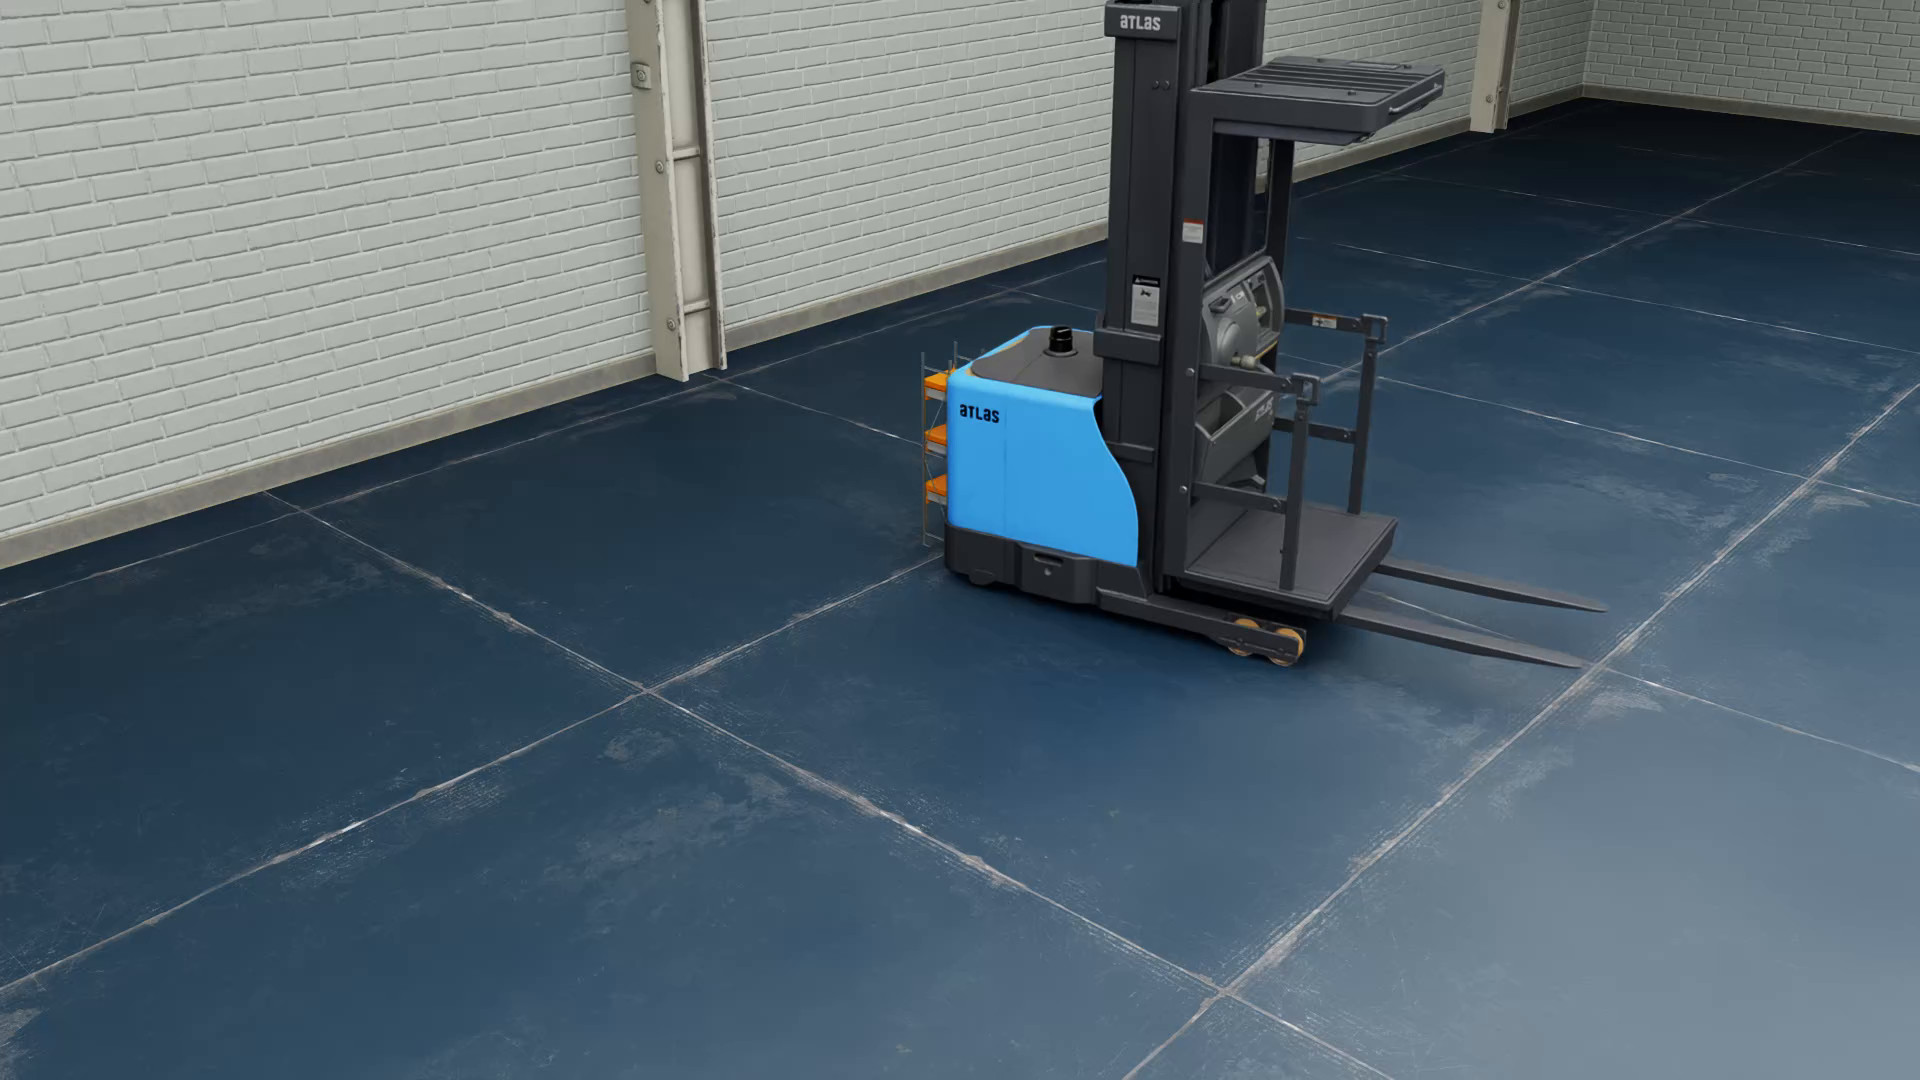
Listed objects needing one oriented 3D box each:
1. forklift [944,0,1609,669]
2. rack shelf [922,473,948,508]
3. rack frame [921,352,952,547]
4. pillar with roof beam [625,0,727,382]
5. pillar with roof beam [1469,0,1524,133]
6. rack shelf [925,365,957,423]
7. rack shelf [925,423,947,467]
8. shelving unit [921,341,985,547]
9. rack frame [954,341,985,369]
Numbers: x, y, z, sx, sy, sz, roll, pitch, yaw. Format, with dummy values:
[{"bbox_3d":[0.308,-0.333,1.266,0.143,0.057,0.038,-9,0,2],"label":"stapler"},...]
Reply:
[{"bbox_3d":[1.462,-1.019,7.441,3.031,2.935,1.130,13,27,27],"label":"forklift"},{"bbox_3d":[-0.036,-0.199,8.617,0.215,0.259,0.240,20,31,38],"label":"rack shelf"},{"bbox_3d":[-0.117,-0.426,8.416,0.200,1.050,0.008,20,31,38],"label":"rack frame"},{"bbox_3d":[1.372,-4.089,6.871,9.100,9.000,0.400,20,31,38],"label":"pillar with roof beam"},{"bbox_3d":[9.381,-7.745,15.025,9.100,9.000,0.400,20,31,38],"label":"pillar with roof beam"},{"bbox_3d":[-0.036,-0.712,8.387,0.215,0.259,0.240,20,31,38],"label":"rack shelf"},{"bbox_3d":[-0.036,-0.453,8.503,0.215,0.259,0.240,20,31,38],"label":"rack shelf"},{"bbox_3d":[-0.036,-0.463,8.499,0.215,1.050,0.252,20,31,38],"label":"shelving unit"},{"bbox_3d":[0.046,-0.500,8.582,0.200,1.050,0.008,20,31,38],"label":"rack frame"}]
